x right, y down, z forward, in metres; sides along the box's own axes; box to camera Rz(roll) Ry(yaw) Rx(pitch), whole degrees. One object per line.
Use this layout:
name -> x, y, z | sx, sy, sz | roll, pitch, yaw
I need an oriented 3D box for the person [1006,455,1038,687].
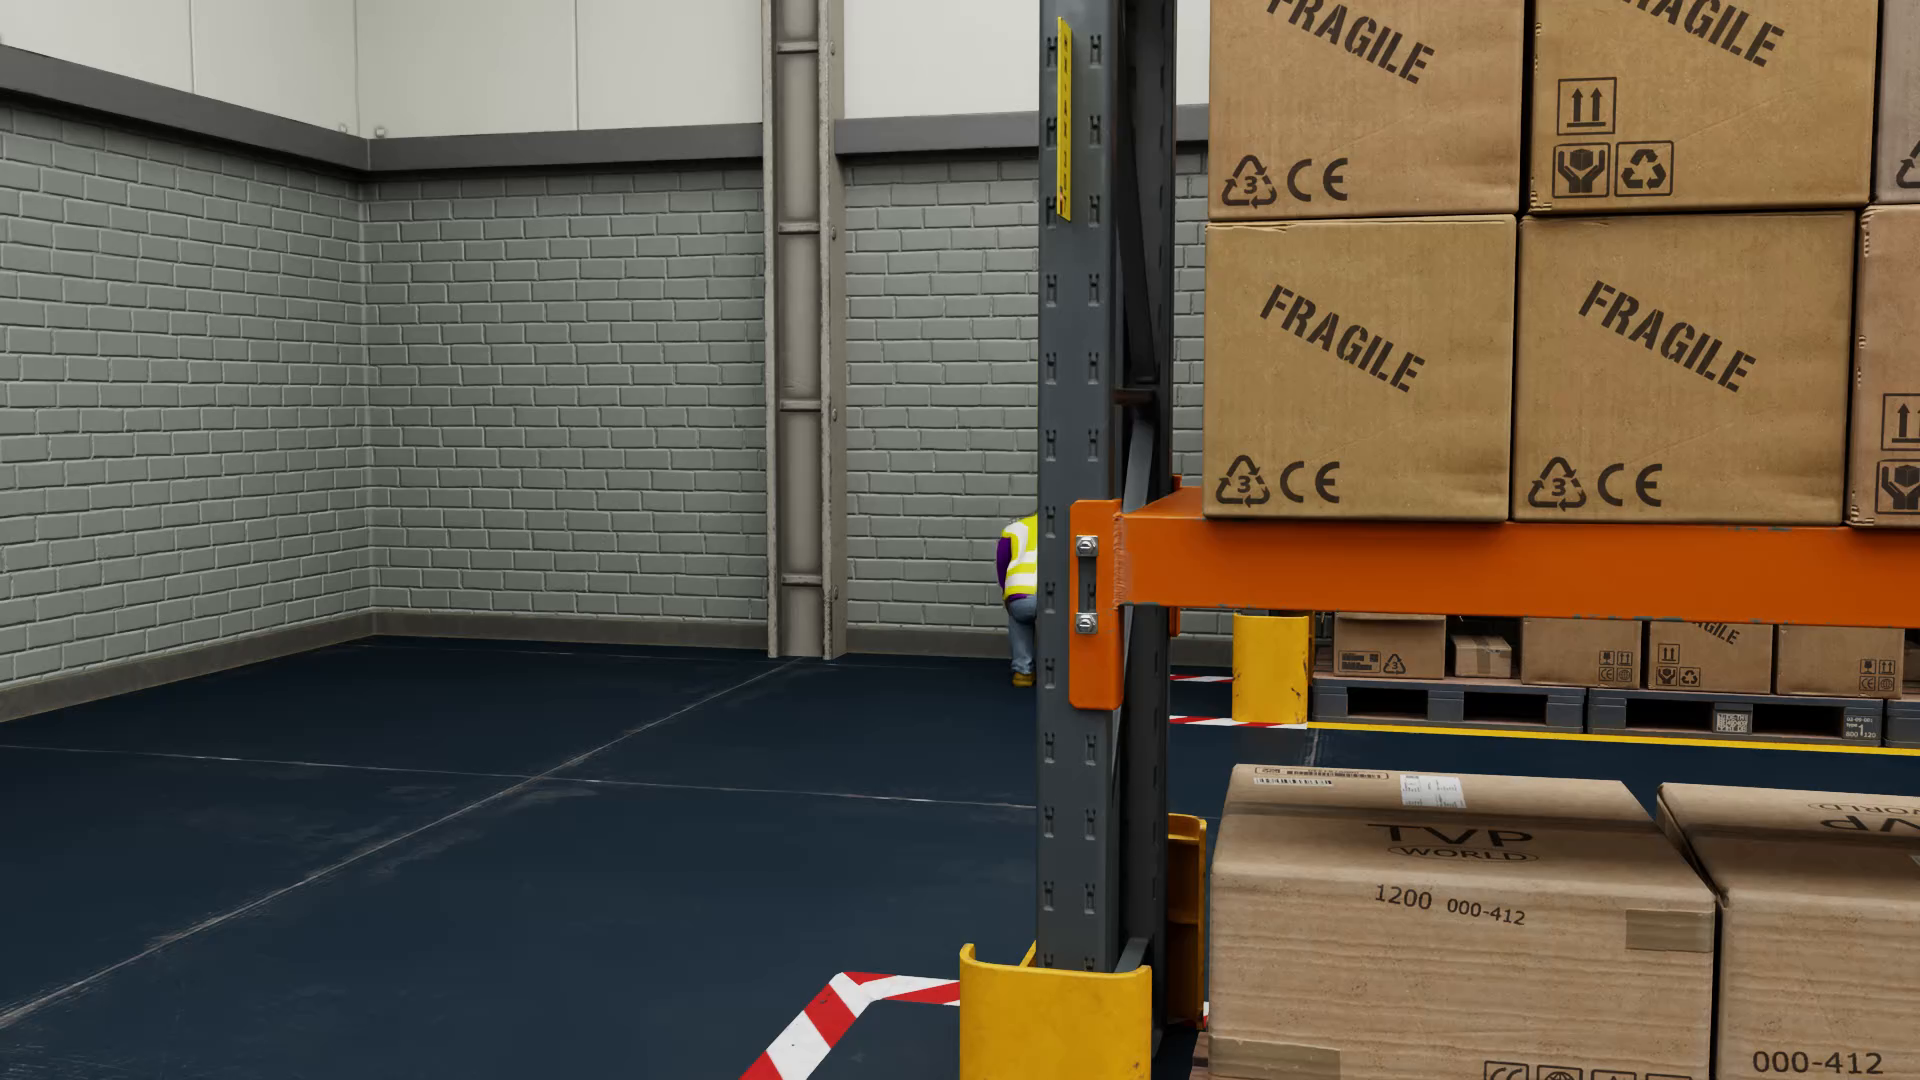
person -> 0.507, 0.102, 8.986 | 0.472, 1.293, 0.942 | 1, 5, 12
